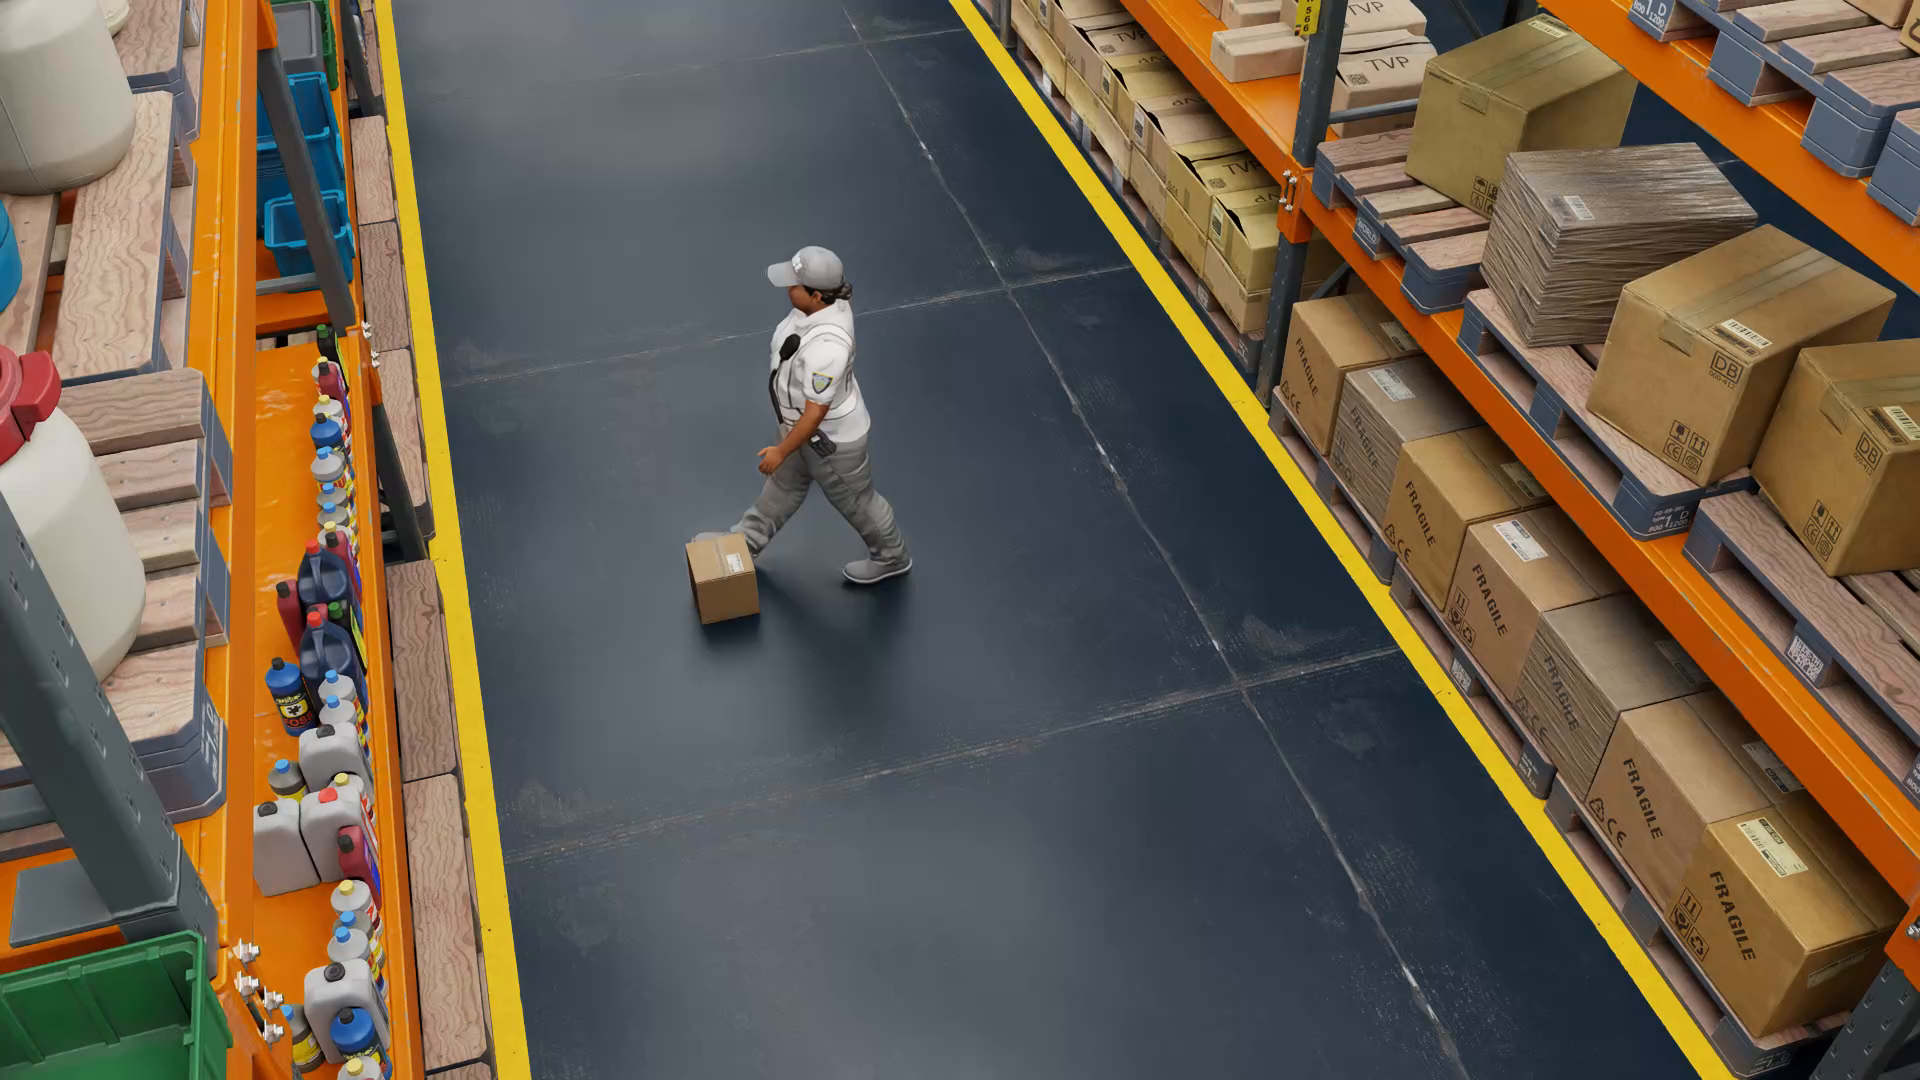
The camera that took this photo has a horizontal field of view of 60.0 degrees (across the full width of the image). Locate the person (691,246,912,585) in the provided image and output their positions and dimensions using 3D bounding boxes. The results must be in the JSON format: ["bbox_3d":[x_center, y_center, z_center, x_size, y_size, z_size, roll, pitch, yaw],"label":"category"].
[{"bbox_3d":[-0.669,-0.441,6.627,0.922,1.625,0.484,-8,43,-9],"label":"person"}]
